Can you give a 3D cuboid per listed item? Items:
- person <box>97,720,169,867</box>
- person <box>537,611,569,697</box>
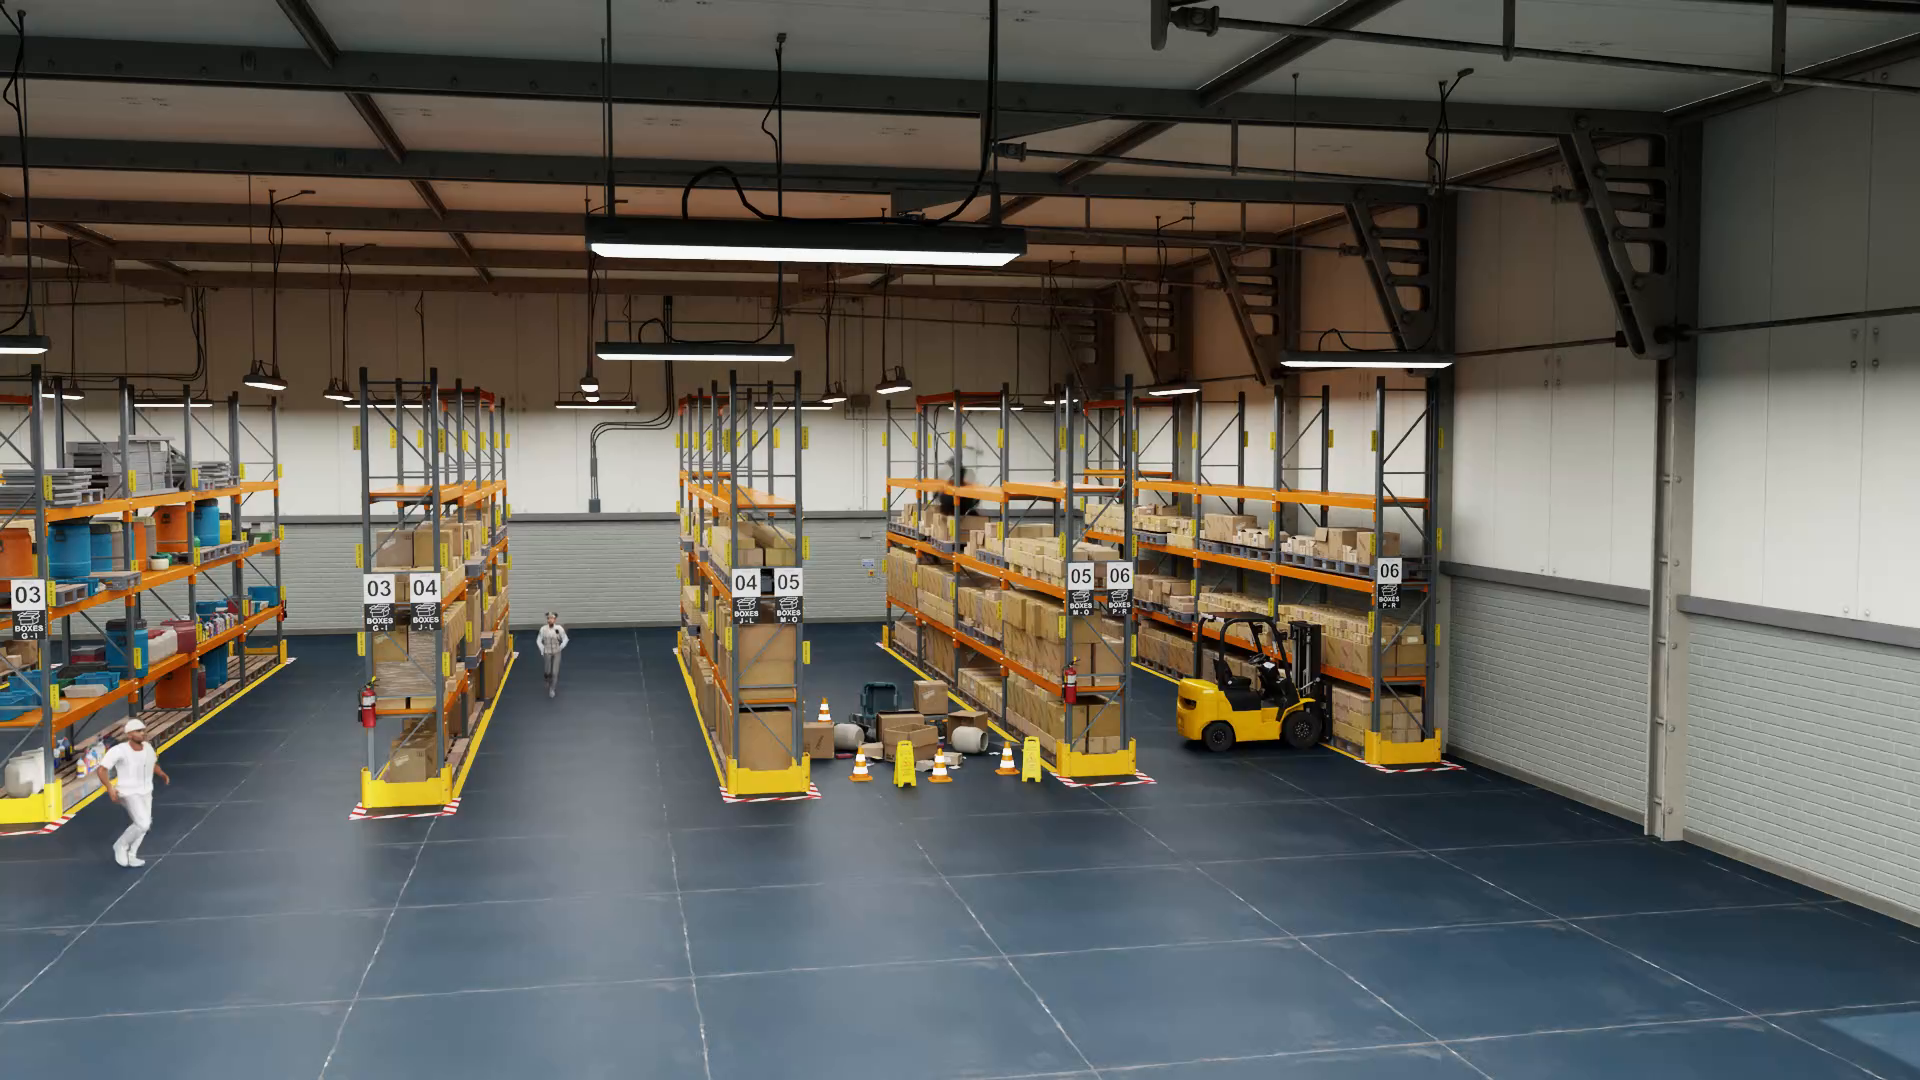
[{"bbox_3d":[-9.635,2.967,19.525,0.574,1.729,0.706,1,4,17],"label":"person"},{"bbox_3d":[-8.023,2.234,32.777,0.612,1.670,0.594,-1,3,-12],"label":"person"}]
